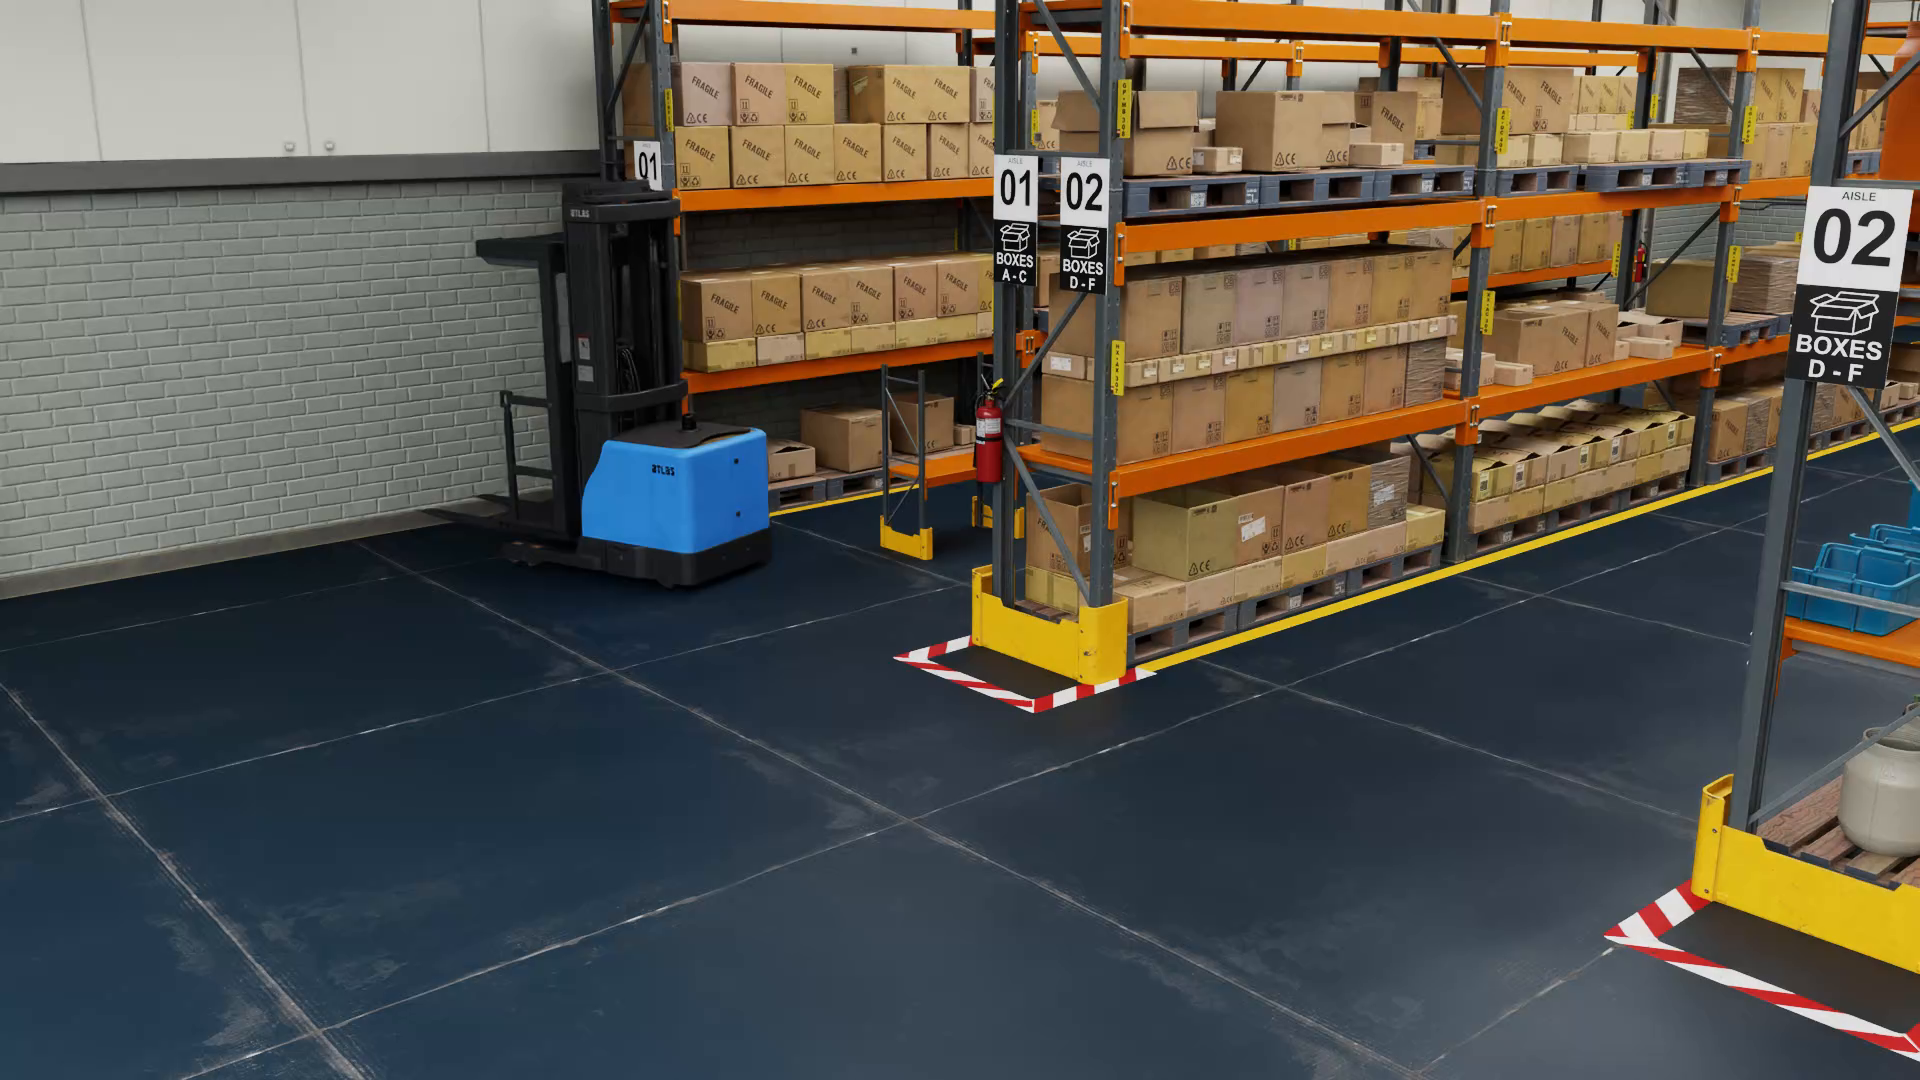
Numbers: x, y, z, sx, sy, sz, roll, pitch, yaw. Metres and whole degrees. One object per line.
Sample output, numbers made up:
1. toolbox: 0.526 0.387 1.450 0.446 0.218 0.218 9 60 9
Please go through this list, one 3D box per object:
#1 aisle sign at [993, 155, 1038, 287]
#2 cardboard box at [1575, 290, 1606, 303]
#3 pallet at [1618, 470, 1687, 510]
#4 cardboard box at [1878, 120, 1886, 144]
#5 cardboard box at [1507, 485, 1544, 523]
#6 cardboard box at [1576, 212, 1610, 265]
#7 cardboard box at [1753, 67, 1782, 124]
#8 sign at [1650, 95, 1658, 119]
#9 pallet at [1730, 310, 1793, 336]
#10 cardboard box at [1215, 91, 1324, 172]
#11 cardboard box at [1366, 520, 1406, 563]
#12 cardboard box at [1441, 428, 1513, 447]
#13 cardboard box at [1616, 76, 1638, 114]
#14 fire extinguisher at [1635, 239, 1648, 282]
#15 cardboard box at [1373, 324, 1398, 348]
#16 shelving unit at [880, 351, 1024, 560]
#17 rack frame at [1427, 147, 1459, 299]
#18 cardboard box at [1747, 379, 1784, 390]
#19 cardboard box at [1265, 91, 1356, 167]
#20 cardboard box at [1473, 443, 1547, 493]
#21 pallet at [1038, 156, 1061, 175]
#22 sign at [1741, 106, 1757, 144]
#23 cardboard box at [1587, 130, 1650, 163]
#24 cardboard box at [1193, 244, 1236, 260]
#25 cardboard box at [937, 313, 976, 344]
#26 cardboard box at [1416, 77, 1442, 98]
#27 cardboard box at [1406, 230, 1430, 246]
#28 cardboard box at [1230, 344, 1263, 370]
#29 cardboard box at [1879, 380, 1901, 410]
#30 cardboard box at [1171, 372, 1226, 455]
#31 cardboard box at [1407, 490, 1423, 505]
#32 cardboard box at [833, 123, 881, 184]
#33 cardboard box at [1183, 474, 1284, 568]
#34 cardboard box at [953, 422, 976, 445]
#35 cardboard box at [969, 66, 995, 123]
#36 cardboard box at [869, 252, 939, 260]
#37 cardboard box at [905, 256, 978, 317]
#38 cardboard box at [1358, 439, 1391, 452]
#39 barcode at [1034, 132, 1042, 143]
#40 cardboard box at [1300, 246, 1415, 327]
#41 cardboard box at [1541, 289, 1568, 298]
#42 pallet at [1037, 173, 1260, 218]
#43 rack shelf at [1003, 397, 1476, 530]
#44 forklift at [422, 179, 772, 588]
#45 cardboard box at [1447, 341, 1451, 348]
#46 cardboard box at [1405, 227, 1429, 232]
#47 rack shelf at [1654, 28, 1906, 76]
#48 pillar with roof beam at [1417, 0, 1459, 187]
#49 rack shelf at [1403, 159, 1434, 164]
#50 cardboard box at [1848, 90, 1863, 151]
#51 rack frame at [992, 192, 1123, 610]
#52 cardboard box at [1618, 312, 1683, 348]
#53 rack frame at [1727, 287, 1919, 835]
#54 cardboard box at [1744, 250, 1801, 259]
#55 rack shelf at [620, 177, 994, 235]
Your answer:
1. aisle sign: 0.343 -1.986 10.336 0.004 0.787 0.394 -13 19 -39
2. cardboard box: 8.961 -3.472 23.708 0.250 0.149 0.380 -13 20 -40
3. pallet: 5.974 -0.560 15.439 1.213 0.211 1.003 -13 19 -39
4. cardboard box: 10.168 -4.369 17.805 0.500 0.250 0.500 -13 19 -39
5. cardboard box: 4.456 -0.343 13.735 0.500 0.250 0.500 -12 19 -38
6. cardboard box: 8.481 -4.290 23.416 0.700 0.700 0.980 -13 20 -40
7. cardboard box: 7.338 -4.179 15.639 0.500 0.500 0.500 -13 19 -39
8. sign: 9.747 -6.089 23.359 0.005 0.325 0.100 -13 19 -39
9. pallet: 8.084 -2.277 16.834 1.213 0.211 1.003 -13 19 -39
10. cardboard box: 2.018 -2.680 10.881 0.500 0.500 0.500 -13 19 -39
11. cardboard box: 3.013 -0.032 12.574 0.500 0.250 0.500 -13 19 -39
12. cardboard box: 4.487 -0.805 14.380 0.500 0.311 0.500 -13 20 -40
13. cardboard box: 9.028 -6.172 23.060 0.500 0.500 0.500 -13 20 -40
14. fire extinguisher: 9.818 -4.077 24.072 0.183 0.674 0.296 -13 19 -39
15. cardboard box: 2.957 -1.505 12.120 0.250 0.149 0.380 -13 20 -39
16. shelving unit: -0.058 -0.712 13.508 1.083 1.500 0.587 -13 19 -39
17. rack frame: 6.383 -3.681 21.718 0.127 3.000 1.000 -13 19 -39
18. cardboard box: 8.315 -1.329 16.904 0.500 0.500 0.500 -14 20 -41
19. cardboard box: 2.278 -2.877 11.611 0.637 0.503 0.797 -10 18 -33
20. cardboard box: 4.459 -0.613 13.659 0.500 0.311 0.500 -13 20 -40
21. pallet: 0.884 -3.768 16.595 1.003 0.211 1.213 -13 19 -39
22. sign: 6.979 -3.667 14.699 0.005 0.325 0.100 -13 19 -39
23. cardboard box: 5.493 -3.344 14.122 0.500 0.250 0.500 -13 20 -40
24. cardboard box: 2.614 -3.083 18.432 0.700 0.500 0.500 14 20 42
25. cardboard box: -0.191 -2.041 15.830 0.500 0.250 0.500 -13 19 -39
26. cardboard box: 5.633 -5.630 20.702 0.500 0.250 0.500 -11 18 -35
27. cardboard box: 5.438 -3.584 20.544 0.500 0.500 0.500 -13 19 -39
28. cardboard box: 1.801 -1.246 11.151 0.250 0.149 0.380 -14 20 -41
29. cardboard box: 10.097 -1.660 18.509 0.500 0.311 0.500 -13 19 -39
30. cardboard box: 1.339 -0.899 11.110 0.500 0.500 0.700 -12 19 -38
31. cardboard box: 3.725 -0.363 13.811 0.500 0.250 0.500 -13 20 -40
32. cardboard box: -1.045 -3.431 14.737 0.500 0.500 0.500 -11 19 -36
33. cardboard box: 1.881 -0.141 11.526 0.500 0.500 0.500 -13 19 -39
34. cardboard box: -0.036 -1.073 16.592 0.380 0.166 0.250 13 20 40
35. cardboard box: 0.148 -4.178 15.597 0.500 0.500 0.500 14 20 42
36. cardboard box: -0.536 -2.499 16.093 0.500 0.500 0.500 -13 20 -40
37. cardboard box: -0.178 -2.399 15.718 0.500 0.500 0.500 -13 20 -40
38. cardboard box: 3.048 -0.581 13.174 0.500 0.500 0.500 -13 19 -39
39. barcode: 0.496 -2.559 10.580 0.075 0.075 0.001 -13 19 -39
40. cardboard box: 2.892 -1.875 12.248 0.500 0.500 0.700 -13 20 -39
41. cardboard box: 8.520 -3.503 23.826 0.250 0.149 0.380 -13 19 -39
42. pallet: 1.136 -2.206 10.553 1.213 0.211 1.003 -13 19 -39
43. rack shelf: 2.094 -0.676 11.861 4.000 0.370 1.077 -13 19 -39
44. forklift: -3.000 -1.318 13.005 3.031 2.935 1.130 9 17 30
45. cardboard box: 4.146 -1.482 13.745 0.258 0.266 0.396 -13 20 -41
46. cardboard box: 5.422 -3.945 20.444 0.500 0.250 0.500 -12 19 -38
47. rack shelf: 8.129 -4.736 16.212 4.000 0.370 1.077 -13 19 -39
48. pillar with roof beam: 9.170 -6.028 18.880 0.400 9.000 9.100 -13 19 -39
49. rack shelf: 1.916 -3.161 17.833 11.843 1.649 1.077 -13 19 -39
50. cardboard box: 8.720 -4.277 16.936 0.600 0.600 0.600 -13 20 -40
51. rack frame: 0.585 -0.684 10.499 0.127 3.000 1.000 -13 19 -39
52. cardboard box: 6.317 -1.943 15.386 0.500 0.311 0.500 -11 19 -36
53. rack frame: 3.834 0.281 6.887 0.127 3.000 1.000 -13 19 -39
54. cardboard box: 8.346 -2.657 16.877 0.700 0.500 0.500 10 18 33
55. rack shelf: -1.160 -3.088 15.082 4.000 0.370 1.077 -13 19 -39
